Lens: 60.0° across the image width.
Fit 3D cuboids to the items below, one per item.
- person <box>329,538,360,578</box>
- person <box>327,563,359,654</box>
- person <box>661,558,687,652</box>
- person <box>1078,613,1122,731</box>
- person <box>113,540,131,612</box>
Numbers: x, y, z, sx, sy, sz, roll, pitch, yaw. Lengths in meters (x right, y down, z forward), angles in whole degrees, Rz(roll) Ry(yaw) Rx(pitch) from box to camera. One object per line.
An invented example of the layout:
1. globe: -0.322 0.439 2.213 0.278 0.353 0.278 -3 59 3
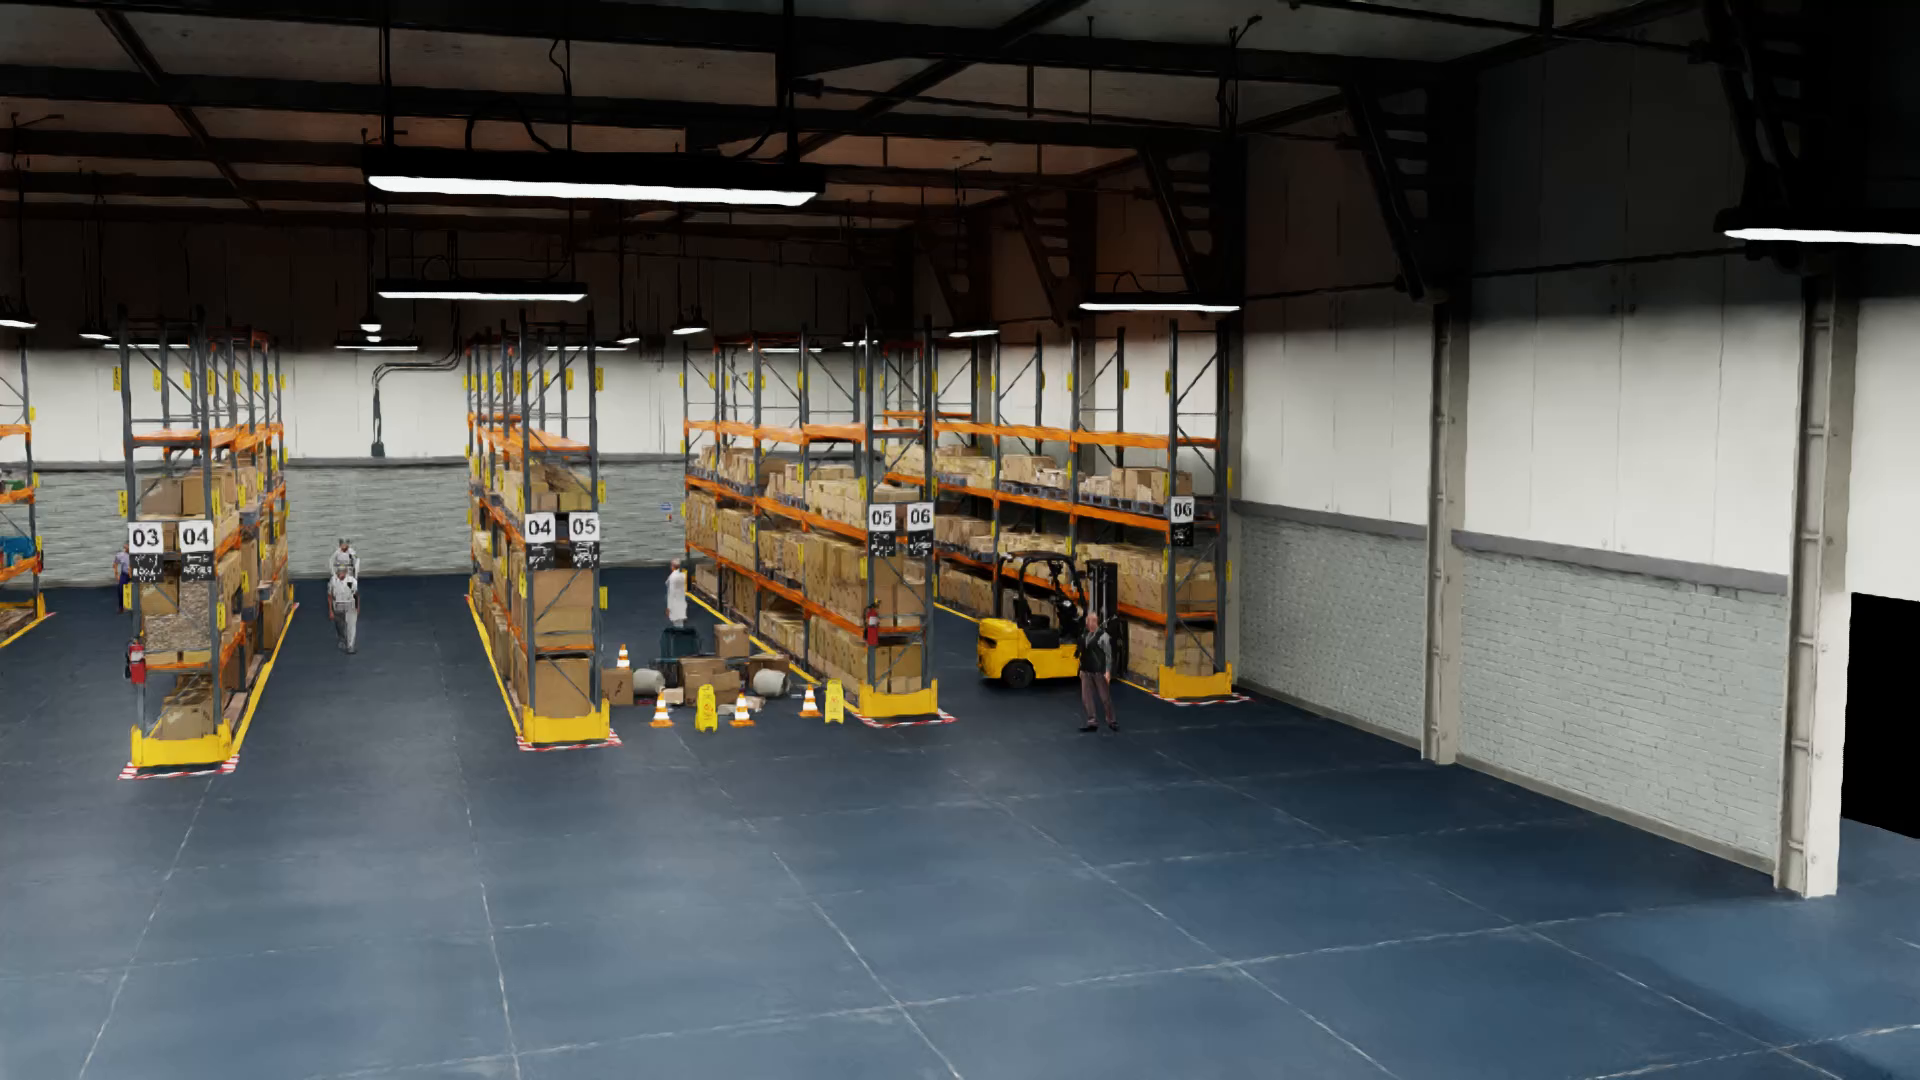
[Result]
1. person: -13.473 0.744 36.426 0.639 1.632 0.496 -2 6 -21
2. person: -11.398 1.241 30.718 0.542 1.672 1.126 -2 6 -16
3. person: -5.223 1.219 30.433 0.608 1.779 0.656 1 5 9
4. person: 1.993 1.893 23.916 0.536 1.713 0.629 -5 8 -45
5. person: -18.035 0.792 36.123 0.625 1.596 0.517 -2 6 -21
